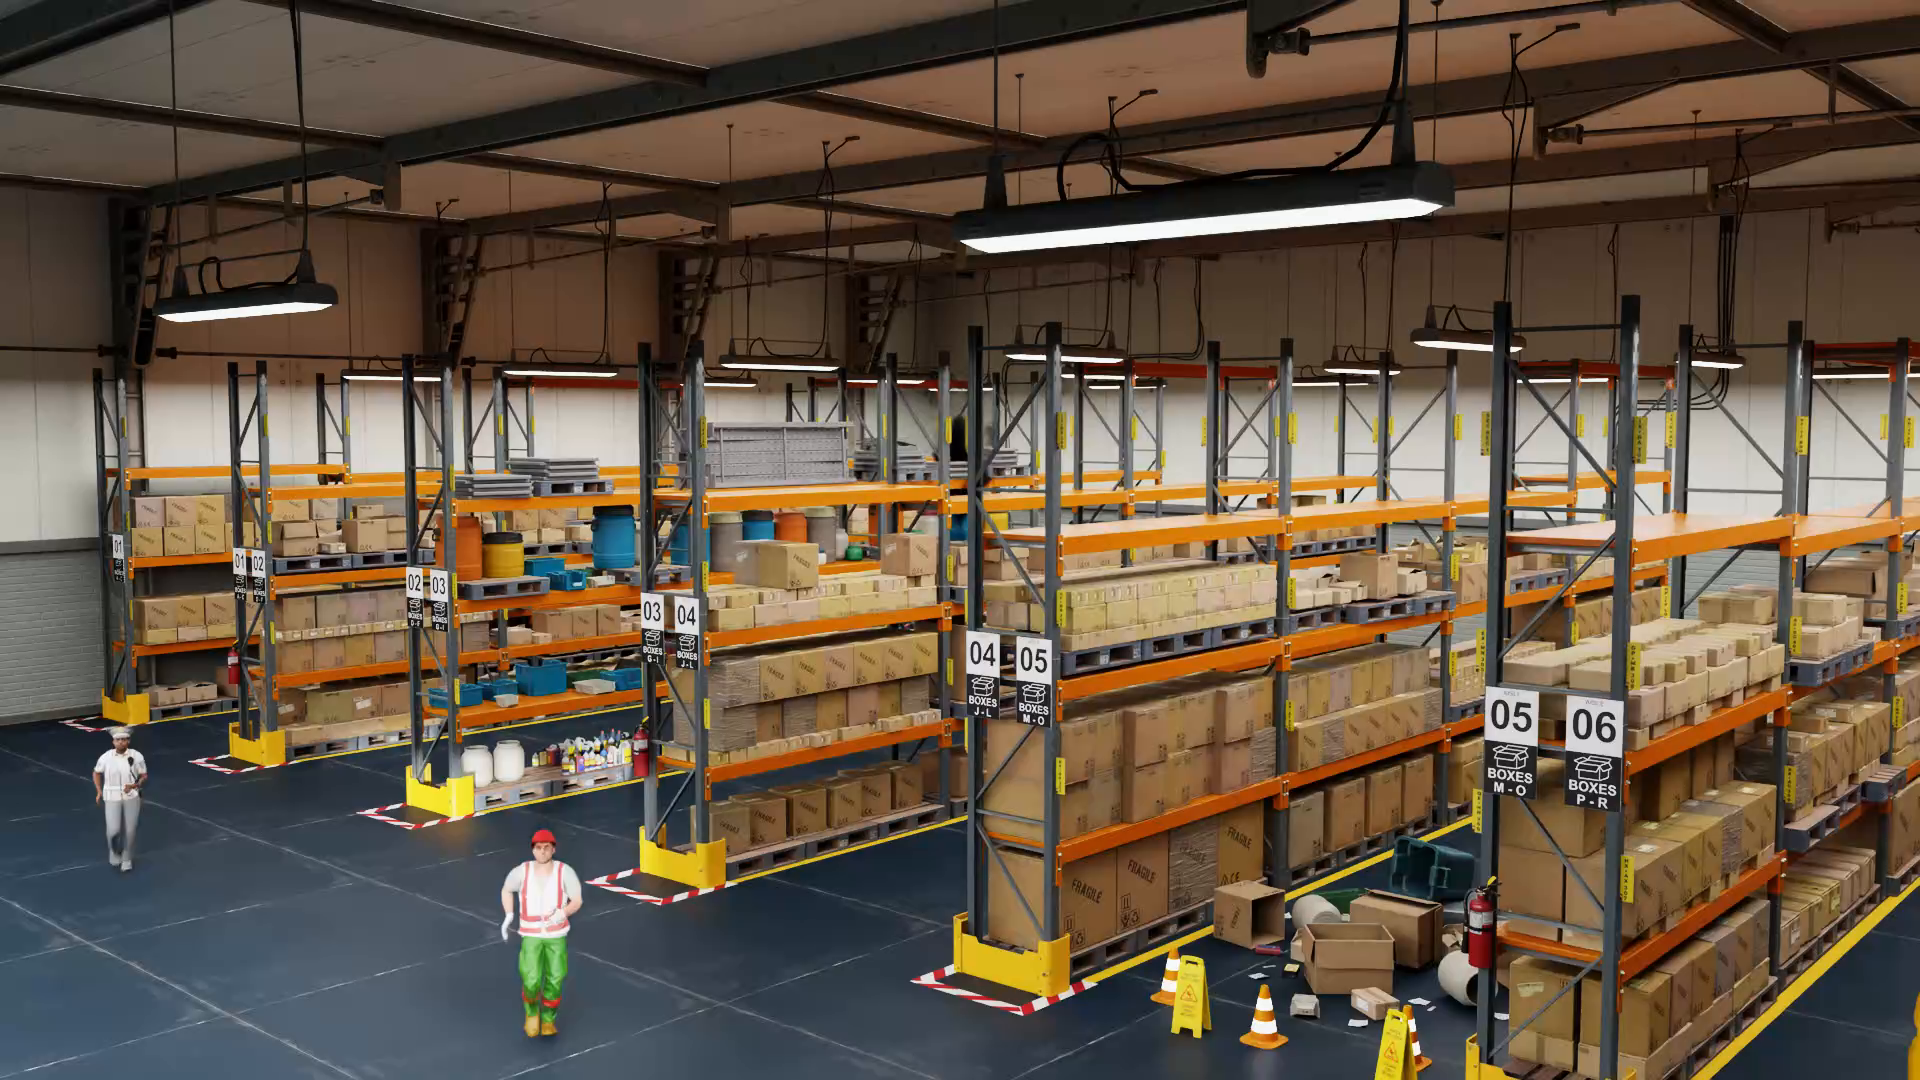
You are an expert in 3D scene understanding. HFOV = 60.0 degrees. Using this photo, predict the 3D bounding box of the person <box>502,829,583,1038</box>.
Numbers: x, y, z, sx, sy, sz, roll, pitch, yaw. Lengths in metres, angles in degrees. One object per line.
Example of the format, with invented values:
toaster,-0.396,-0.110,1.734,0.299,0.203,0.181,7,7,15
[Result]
person,-3.439,3.265,13.708,0.653,1.746,0.640,-1,4,-15

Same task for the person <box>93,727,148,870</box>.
person,-9.507,2.943,18.842,0.560,1.659,0.569,-2,5,-26
